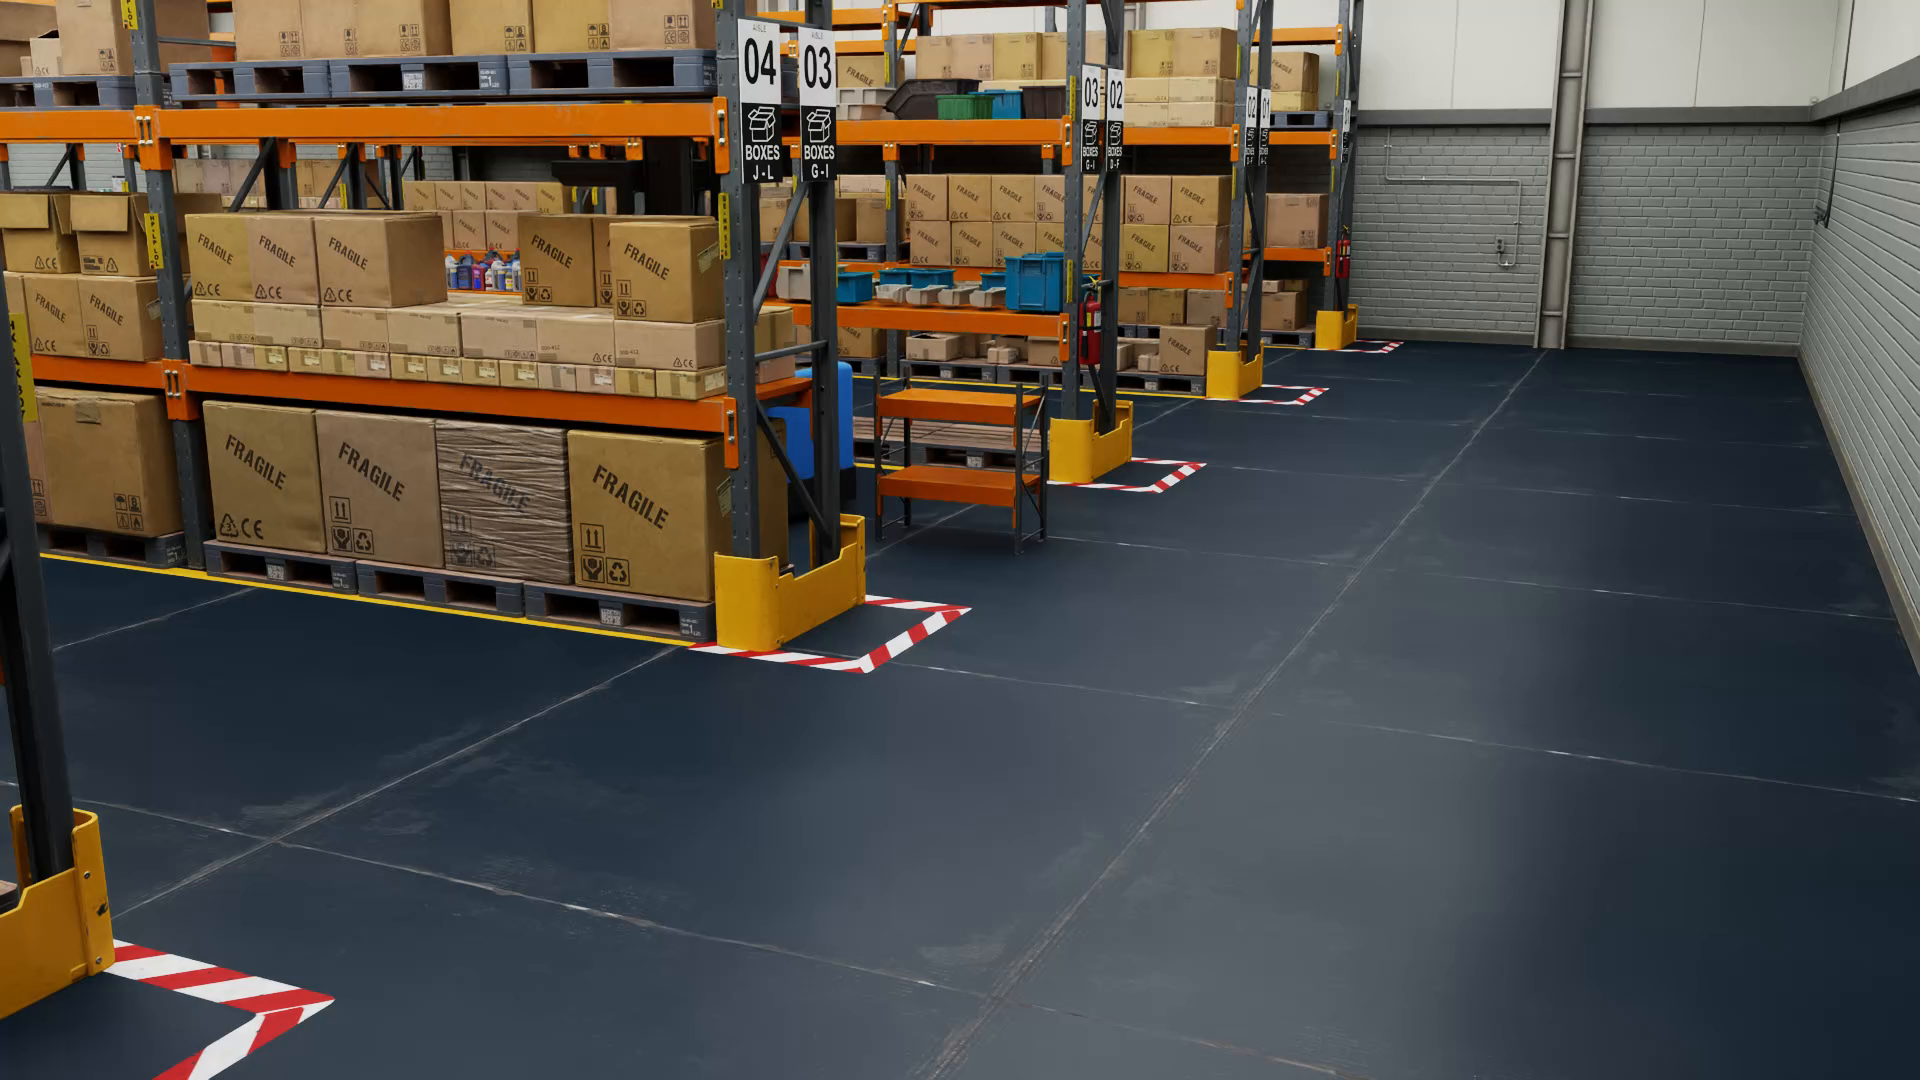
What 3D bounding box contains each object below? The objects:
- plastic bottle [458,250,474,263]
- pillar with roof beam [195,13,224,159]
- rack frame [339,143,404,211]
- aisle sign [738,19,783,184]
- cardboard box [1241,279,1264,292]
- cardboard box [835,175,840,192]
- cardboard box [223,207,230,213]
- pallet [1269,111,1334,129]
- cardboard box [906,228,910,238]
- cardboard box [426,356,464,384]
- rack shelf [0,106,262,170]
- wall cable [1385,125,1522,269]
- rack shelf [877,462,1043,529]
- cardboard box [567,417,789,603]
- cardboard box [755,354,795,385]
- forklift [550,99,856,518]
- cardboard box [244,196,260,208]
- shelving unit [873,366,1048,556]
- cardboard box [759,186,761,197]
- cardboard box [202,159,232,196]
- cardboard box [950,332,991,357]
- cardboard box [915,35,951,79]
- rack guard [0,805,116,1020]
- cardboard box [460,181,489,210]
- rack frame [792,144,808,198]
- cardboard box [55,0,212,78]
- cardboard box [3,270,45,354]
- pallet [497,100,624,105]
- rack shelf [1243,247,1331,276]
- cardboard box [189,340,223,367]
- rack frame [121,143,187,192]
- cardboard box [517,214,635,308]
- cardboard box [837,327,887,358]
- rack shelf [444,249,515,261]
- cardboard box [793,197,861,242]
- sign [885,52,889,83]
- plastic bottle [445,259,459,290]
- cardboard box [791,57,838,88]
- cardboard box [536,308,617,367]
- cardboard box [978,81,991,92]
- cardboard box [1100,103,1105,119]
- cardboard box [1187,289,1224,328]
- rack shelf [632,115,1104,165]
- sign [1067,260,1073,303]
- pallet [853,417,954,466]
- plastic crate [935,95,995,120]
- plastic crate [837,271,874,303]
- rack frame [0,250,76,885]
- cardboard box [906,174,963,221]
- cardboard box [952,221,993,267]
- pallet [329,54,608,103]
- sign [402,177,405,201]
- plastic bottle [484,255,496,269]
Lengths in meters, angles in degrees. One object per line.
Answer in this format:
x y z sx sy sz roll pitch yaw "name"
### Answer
-4.639 -2.549 15.659 0.185 0.351 0.144 6 14 23 "plastic bottle"
-15.796 -8.282 26.853 0.400 9.000 9.100 6 14 23 "pillar with roof beam"
-7.902 -4.185 22.522 0.127 3.000 1.000 6 14 23 "rack frame"
-1.002 -2.202 8.381 0.004 0.787 0.394 6 14 23 "aisle sign"
3.967 -3.454 22.540 0.250 0.149 0.380 6 15 25 "cardboard box"
-1.905 -5.319 24.802 0.500 0.250 0.500 6 15 25 "cardboard box"
-10.204 -4.463 23.488 0.500 0.500 0.700 6 14 24 "cardboard box"
4.390 -5.593 22.151 1.213 0.211 1.003 6 14 23 "pallet"
-0.628 -4.518 24.451 0.250 0.149 0.380 6 14 24 "cardboard box"
-2.803 -0.989 9.453 0.250 0.149 0.380 6 15 24 "cardboard box"
-6.432 -2.671 11.079 4.000 0.370 1.077 6 14 23 "rack shelf"
6.626 -4.683 22.422 1.851 1.984 0.084 6 14 23 "wall cable"
0.006 -0.309 11.180 1.000 0.278 0.538 6 14 23 "rack shelf"
-1.564 -0.218 9.349 0.875 0.875 0.875 6 14 23 "cardboard box"
-1.137 -0.985 9.436 0.250 0.149 0.380 6 14 24 "cardboard box"
-2.280 -1.765 12.362 3.031 2.935 1.130 8 16 32 "forklift"
-9.642 -4.671 22.957 0.250 0.149 0.380 6 15 25 "cardboard box"
0.006 -0.547 11.124 1.048 1.125 0.538 6 14 23 "shelving unit"
-3.198 -5.200 25.666 0.500 0.500 0.700 4 14 18 "cardboard box"
-10.145 -5.090 23.323 0.500 0.500 0.700 6 14 23 "cardboard box"
0.048 -2.448 19.630 0.500 0.500 0.500 6 14 23 "cardboard box"
-0.128 -5.403 18.741 0.500 0.500 0.700 6 14 23 "cardboard box"
-3.117 1.231 4.914 0.348 0.500 1.175 6 14 23 "rack guard"
-7.847 -5.642 27.377 0.500 0.500 0.500 6 15 25 "cardboard box"
-2.242 -4.849 25.355 0.127 3.000 1.000 6 14 23 "rack frame"
-5.138 -3.141 10.369 0.500 0.500 0.700 6 15 25 "cardboard box"
-6.072 -1.505 10.882 0.500 0.500 0.500 6 14 23 "cardboard box"
-3.354 -3.831 14.861 1.003 0.211 1.213 6 14 23 "pallet"
3.244 -3.944 23.072 4.000 0.370 1.077 6 14 23 "rack shelf"
-4.468 -1.156 10.167 0.250 0.149 0.380 6 14 23 "cardboard box"
-11.559 -4.555 24.099 0.127 3.000 1.000 6 14 23 "rack frame"
-2.209 -1.636 9.697 0.500 0.500 0.500 5 14 22 "cardboard box"
-1.155 -2.427 19.542 0.500 0.500 0.500 6 14 23 "cardboard box"
-6.074 -3.649 21.815 4.000 0.370 1.077 6 14 23 "rack shelf"
-1.585 -3.838 19.908 0.500 0.500 0.700 8 16 32 "cardboard box"
-0.809 -5.232 18.425 0.005 0.325 0.100 6 14 23 "sign"
-4.722 -2.484 15.546 0.135 0.276 0.152 6 14 23 "plastic bottle"
-1.639 -5.326 19.461 0.600 0.600 0.600 6 14 23 "cardboard box"
-1.961 -1.114 9.112 0.500 0.250 0.500 6 14 22 "cardboard box"
0.214 -4.932 18.376 0.500 0.250 0.500 6 14 23 "cardboard box"
1.578 -4.546 17.825 0.500 0.250 0.500 6 14 23 "cardboard box"
3.474 -3.233 23.020 0.500 0.500 0.700 5 14 21 "cardboard box"
-0.769 -3.335 13.910 4.000 0.370 1.077 6 14 23 "rack shelf"
0.852 -2.003 12.868 0.005 0.325 0.100 6 14 23 "sign"
-0.790 -0.880 14.543 1.213 0.211 1.003 6 14 23 "pallet"
0.042 -3.429 13.199 0.336 0.188 0.450 6 14 23 "plastic crate"
-0.922 -2.124 13.976 0.300 0.233 0.416 6 14 23 "plastic crate"
-3.048 0.021 4.598 0.127 3.000 1.000 6 14 23 "rack frame"
-0.271 -3.877 18.805 0.500 0.500 0.500 6 15 25 "cardboard box"
0.237 -3.342 18.713 0.500 0.500 0.500 6 15 24 "cardboard box"
-2.748 -2.602 9.404 1.213 0.211 1.003 6 14 23 "pallet"
-7.691 -4.824 22.885 0.005 0.325 0.100 6 14 23 "sign"
-4.557 -2.622 16.118 0.133 0.283 0.061 6 14 23 "plastic bottle"
